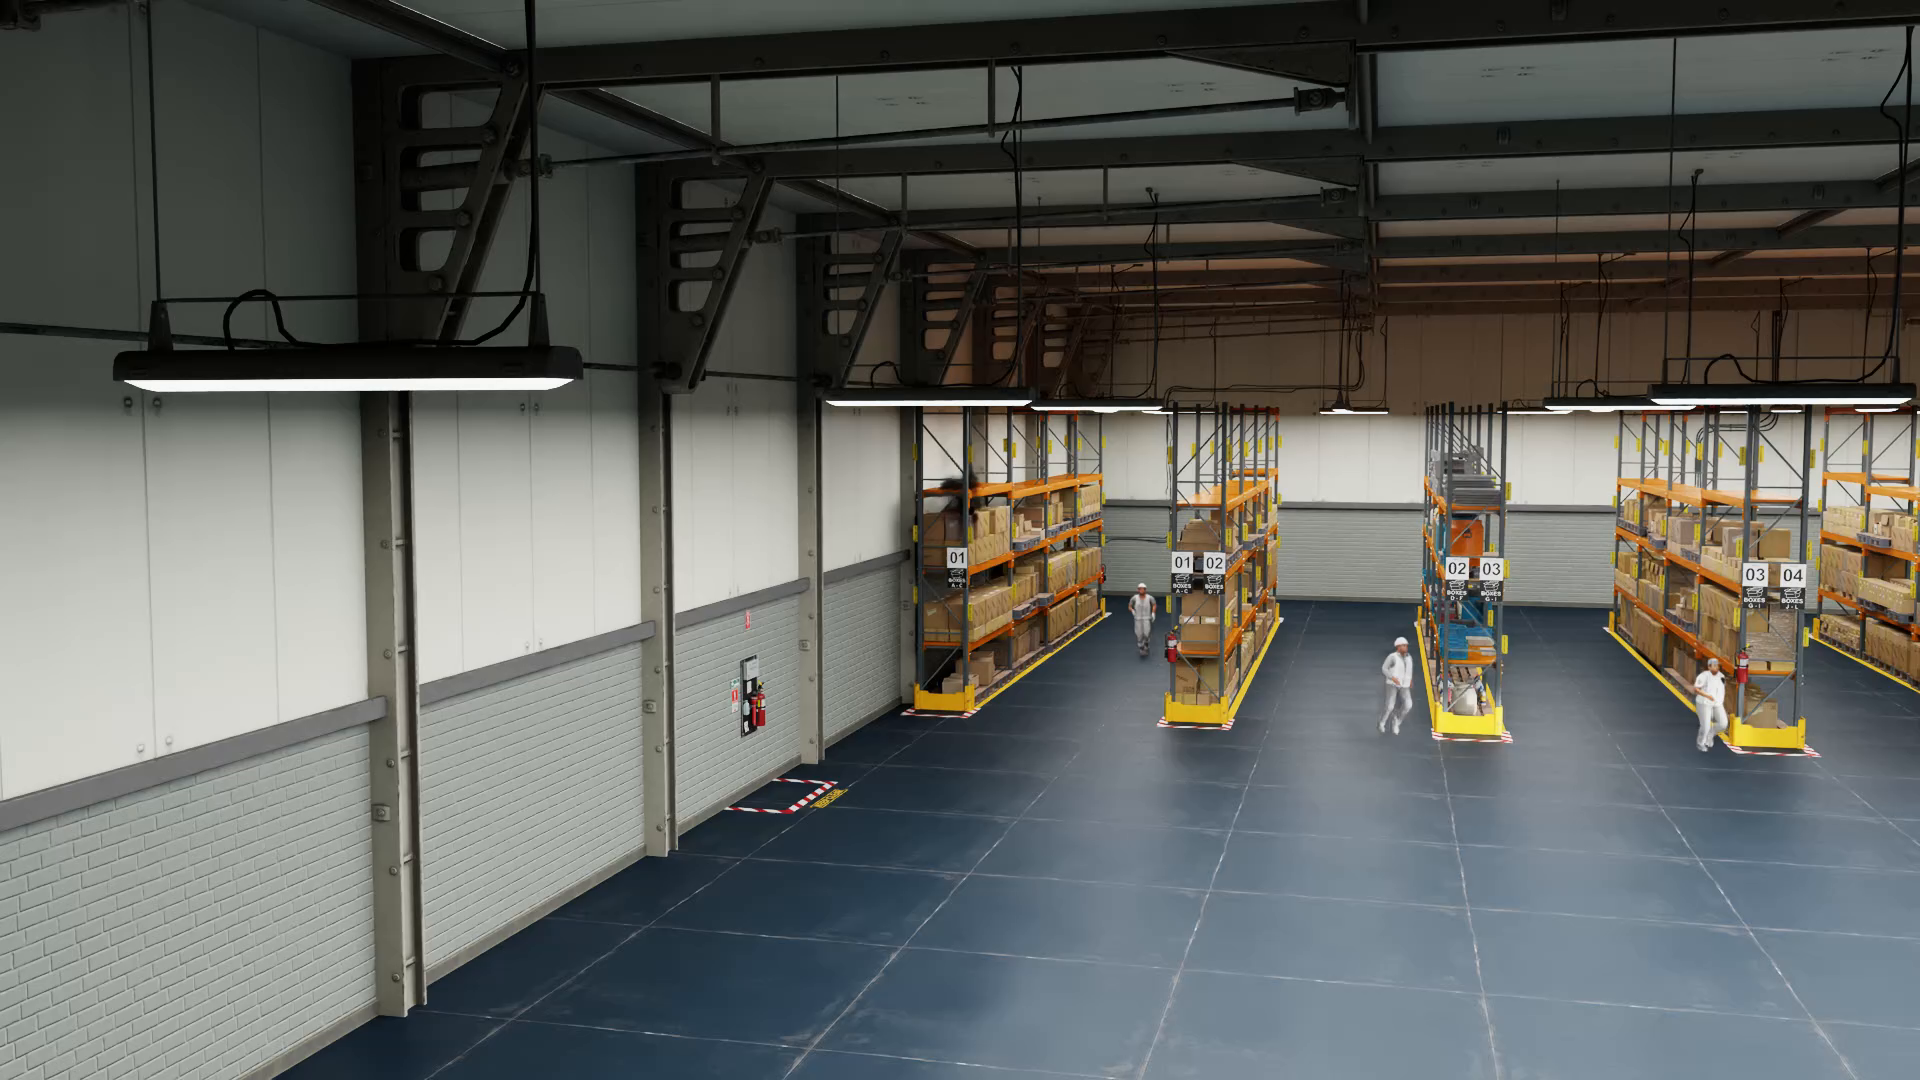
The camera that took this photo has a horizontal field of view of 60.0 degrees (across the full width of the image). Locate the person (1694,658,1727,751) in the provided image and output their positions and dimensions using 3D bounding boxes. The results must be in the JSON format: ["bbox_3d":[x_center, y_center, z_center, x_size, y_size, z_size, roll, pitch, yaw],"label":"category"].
[{"bbox_3d":[12.883,2.823,28.468,0.624,1.617,0.605,0,4,-4],"label":"person"}]

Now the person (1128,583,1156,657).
[{"bbox_3d":[4.332,1.913,39.616,0.648,1.759,0.640,1,4,10],"label":"person"}]

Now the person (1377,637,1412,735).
[{"bbox_3d":[7.963,2.638,30.114,0.715,1.750,0.641,-1,4,-16],"label":"person"}]
